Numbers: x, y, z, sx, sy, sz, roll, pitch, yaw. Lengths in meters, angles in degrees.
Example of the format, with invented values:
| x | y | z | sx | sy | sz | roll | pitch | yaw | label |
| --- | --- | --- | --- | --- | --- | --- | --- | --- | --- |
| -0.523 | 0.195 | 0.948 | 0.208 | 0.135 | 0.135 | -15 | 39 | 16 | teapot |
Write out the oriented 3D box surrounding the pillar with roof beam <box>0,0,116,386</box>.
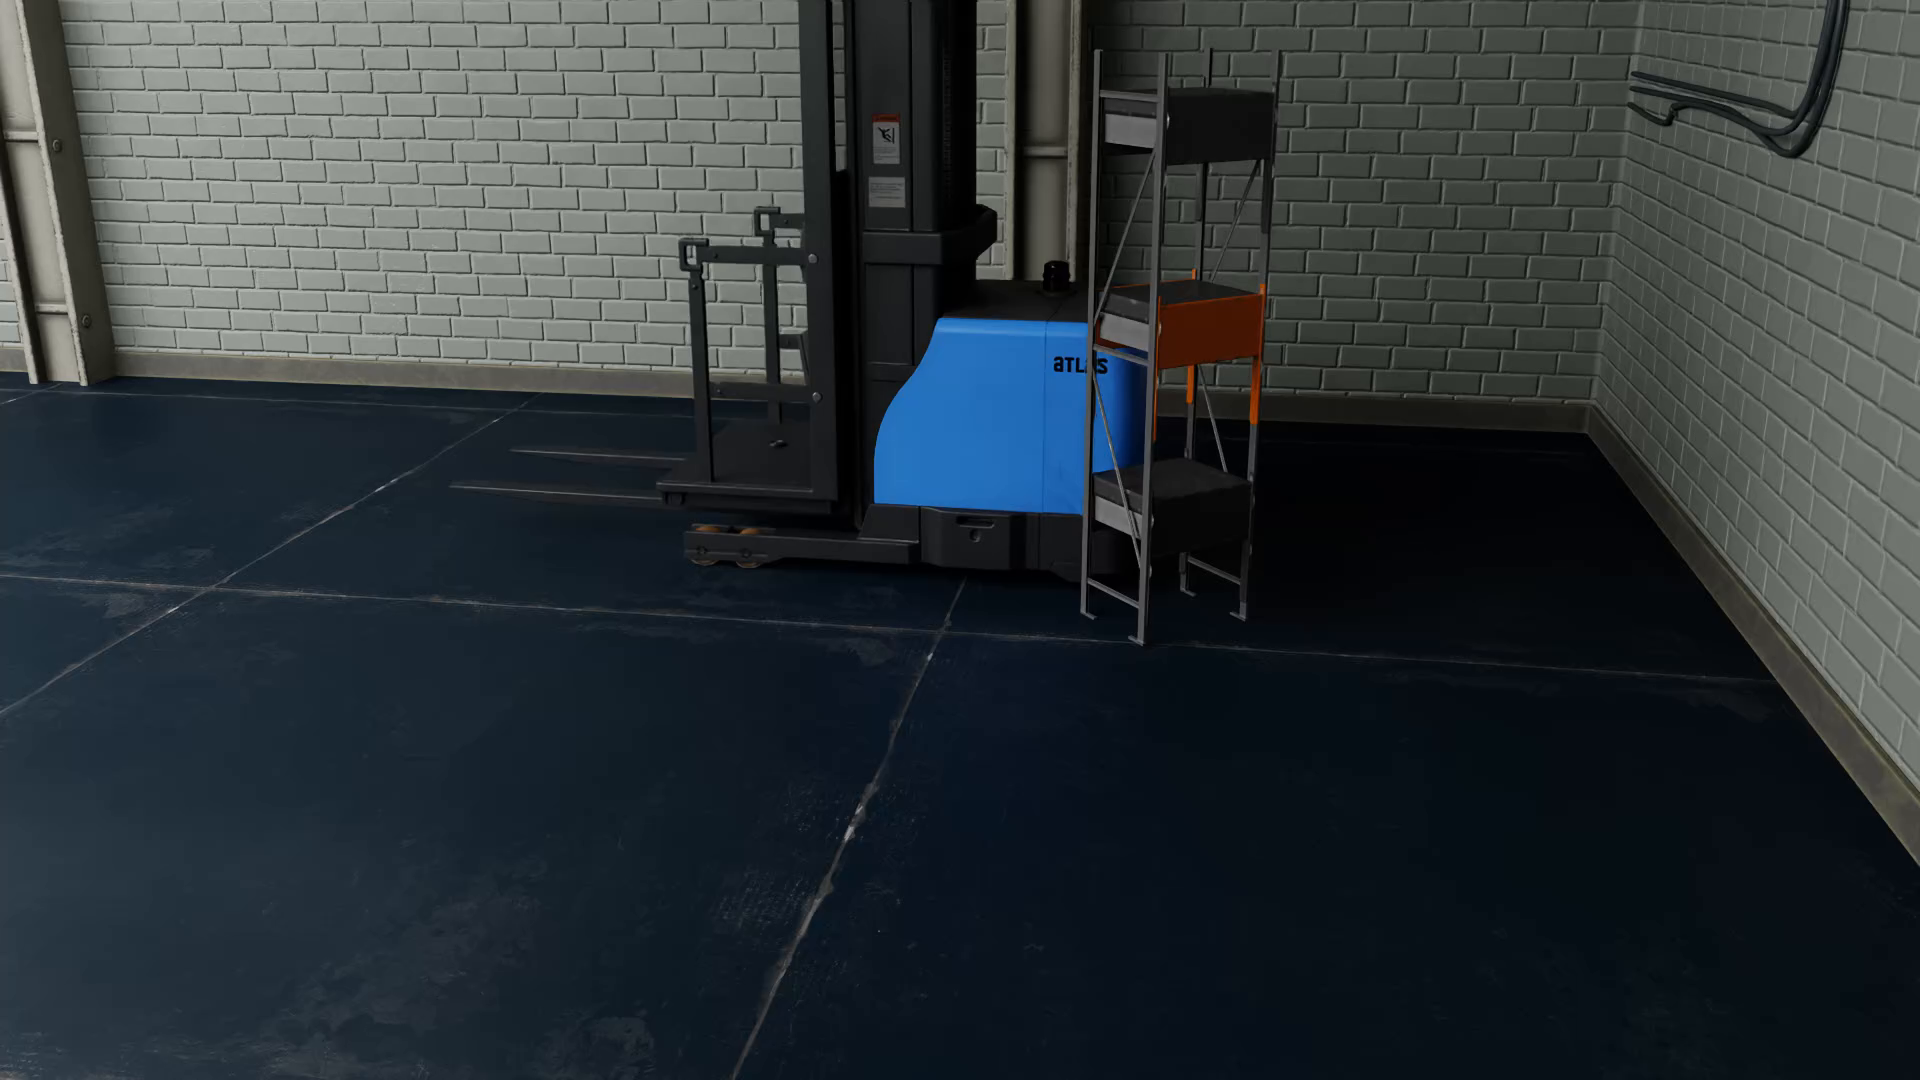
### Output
| x | y | z | sx | sy | sz | roll | pitch | yaw | label |
| --- | --- | --- | --- | --- | --- | --- | --- | --- | --- |
| -6.152 | -3.914 | 4.819 | 0.400 | 9.000 | 9.100 | 3 | 19 | 9 | pillar with roof beam |

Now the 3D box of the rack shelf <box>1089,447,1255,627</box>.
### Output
| x | y | z | sx | sy | sz | roll | pitch | yaw | label |
| --- | --- | --- | --- | --- | --- | --- | --- | --- | --- |
| 0.786 | -0.022 | 6.309 | 0.480 | 0.518 | 0.431 | -11 | 21 | -29 | rack shelf |

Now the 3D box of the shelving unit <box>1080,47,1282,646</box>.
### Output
| x | y | z | sx | sy | sz | roll | pitch | yaw | label |
| --- | --- | --- | --- | --- | --- | --- | --- | --- | --- |
| 0.786 | -0.699 | 6.082 | 0.503 | 2.100 | 0.431 | -11 | 21 | -29 | shelving unit |

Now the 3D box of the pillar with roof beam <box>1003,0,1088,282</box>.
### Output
| x | y | z | sx | sy | sz | roll | pitch | yaw | label |
| --- | --- | --- | --- | --- | --- | --- | --- | --- | --- |
| -0.228 | -3.612 | 3.917 | 0.400 | 9.000 | 9.100 | 3 | 19 | 9 | pillar with roof beam |

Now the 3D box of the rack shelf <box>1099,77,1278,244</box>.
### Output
| x | y | z | sx | sy | sz | roll | pitch | yaw | label |
| --- | --- | --- | --- | --- | --- | --- | --- | --- | --- |
| 0.786 | -1.350 | 5.864 | 0.480 | 0.518 | 0.431 | -11 | 21 | -29 | rack shelf |

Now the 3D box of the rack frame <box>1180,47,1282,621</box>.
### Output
| x | y | z | sx | sy | sz | roll | pitch | yaw | label |
| --- | --- | --- | --- | --- | --- | --- | --- | --- | --- |
| 0.995 | -0.739 | 6.202 | 0.015 | 2.100 | 0.400 | -11 | 21 | -29 | rack frame |

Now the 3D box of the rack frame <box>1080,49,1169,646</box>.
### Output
| x | y | z | sx | sy | sz | roll | pitch | yaw | label |
| --- | --- | --- | --- | --- | --- | --- | --- | --- | --- |
| 0.577 | -0.659 | 5.962 | 0.015 | 2.100 | 0.400 | -11 | 21 | -29 | rack frame |

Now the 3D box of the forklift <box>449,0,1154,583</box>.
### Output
| x | y | z | sx | sy | sz | roll | pitch | yaw | label |
| --- | --- | --- | --- | --- | --- | --- | --- | --- | --- |
| -0.700 | -1.429 | 6.956 | 3.031 | 2.935 | 1.130 | 3 | 19 | 10 | forklift |

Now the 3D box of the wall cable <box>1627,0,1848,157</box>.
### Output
| x | y | z | sx | sy | sz | roll | pitch | yaw | label |
| --- | --- | --- | --- | --- | --- | --- | --- | --- | --- |
| 3.154 | -2.926 | 6.759 | 0.112 | 2.526 | 3.097 | 3 | 19 | 9 | wall cable |

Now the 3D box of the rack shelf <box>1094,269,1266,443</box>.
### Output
| x | y | z | sx | sy | sz | roll | pitch | yaw | label |
| --- | --- | --- | --- | --- | --- | --- | --- | --- | --- |
| 0.786 | -0.686 | 6.086 | 0.480 | 0.518 | 0.431 | -11 | 21 | -29 | rack shelf |
